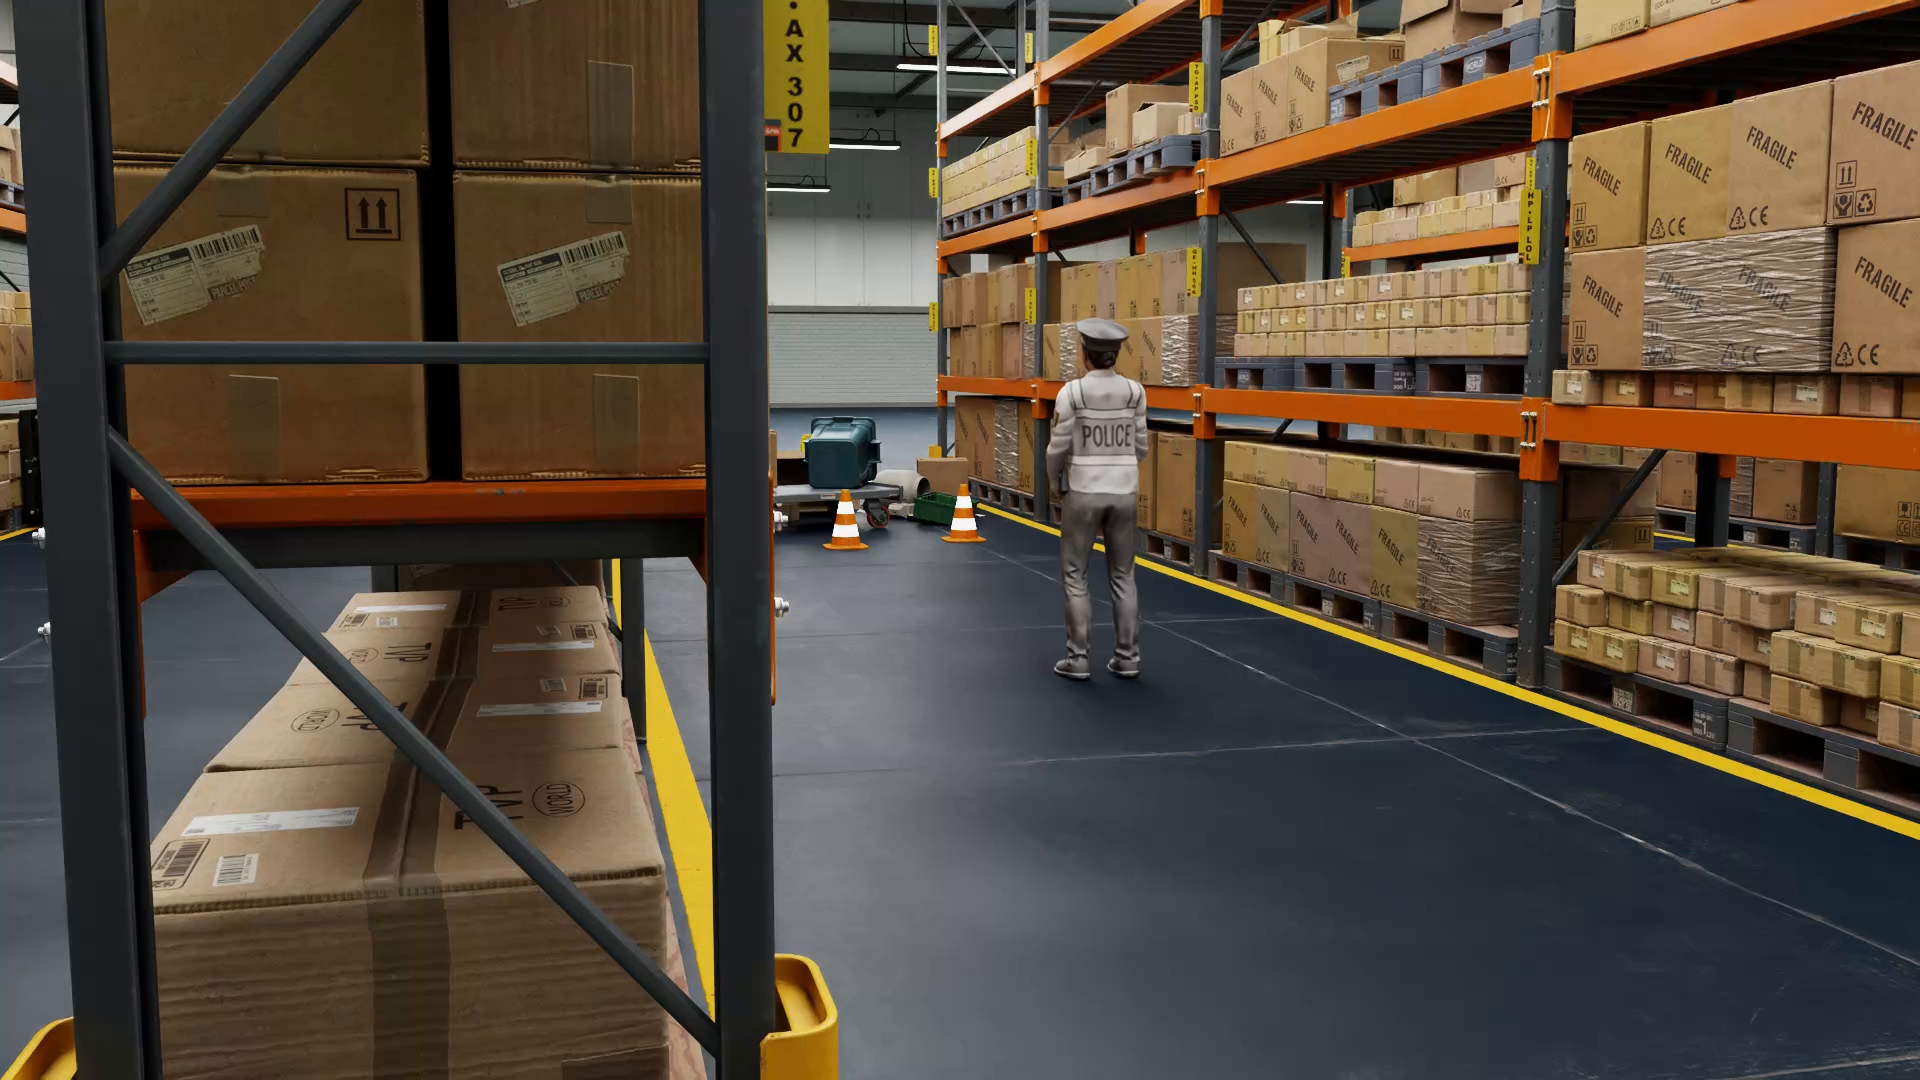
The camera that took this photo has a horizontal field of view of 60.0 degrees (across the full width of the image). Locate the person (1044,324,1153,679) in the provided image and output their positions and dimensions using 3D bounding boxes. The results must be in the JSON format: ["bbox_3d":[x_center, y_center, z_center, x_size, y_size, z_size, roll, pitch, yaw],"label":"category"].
[{"bbox_3d":[0.641,-0.180,7.815,0.523,1.662,0.372,-2,6,-16],"label":"person"}]
